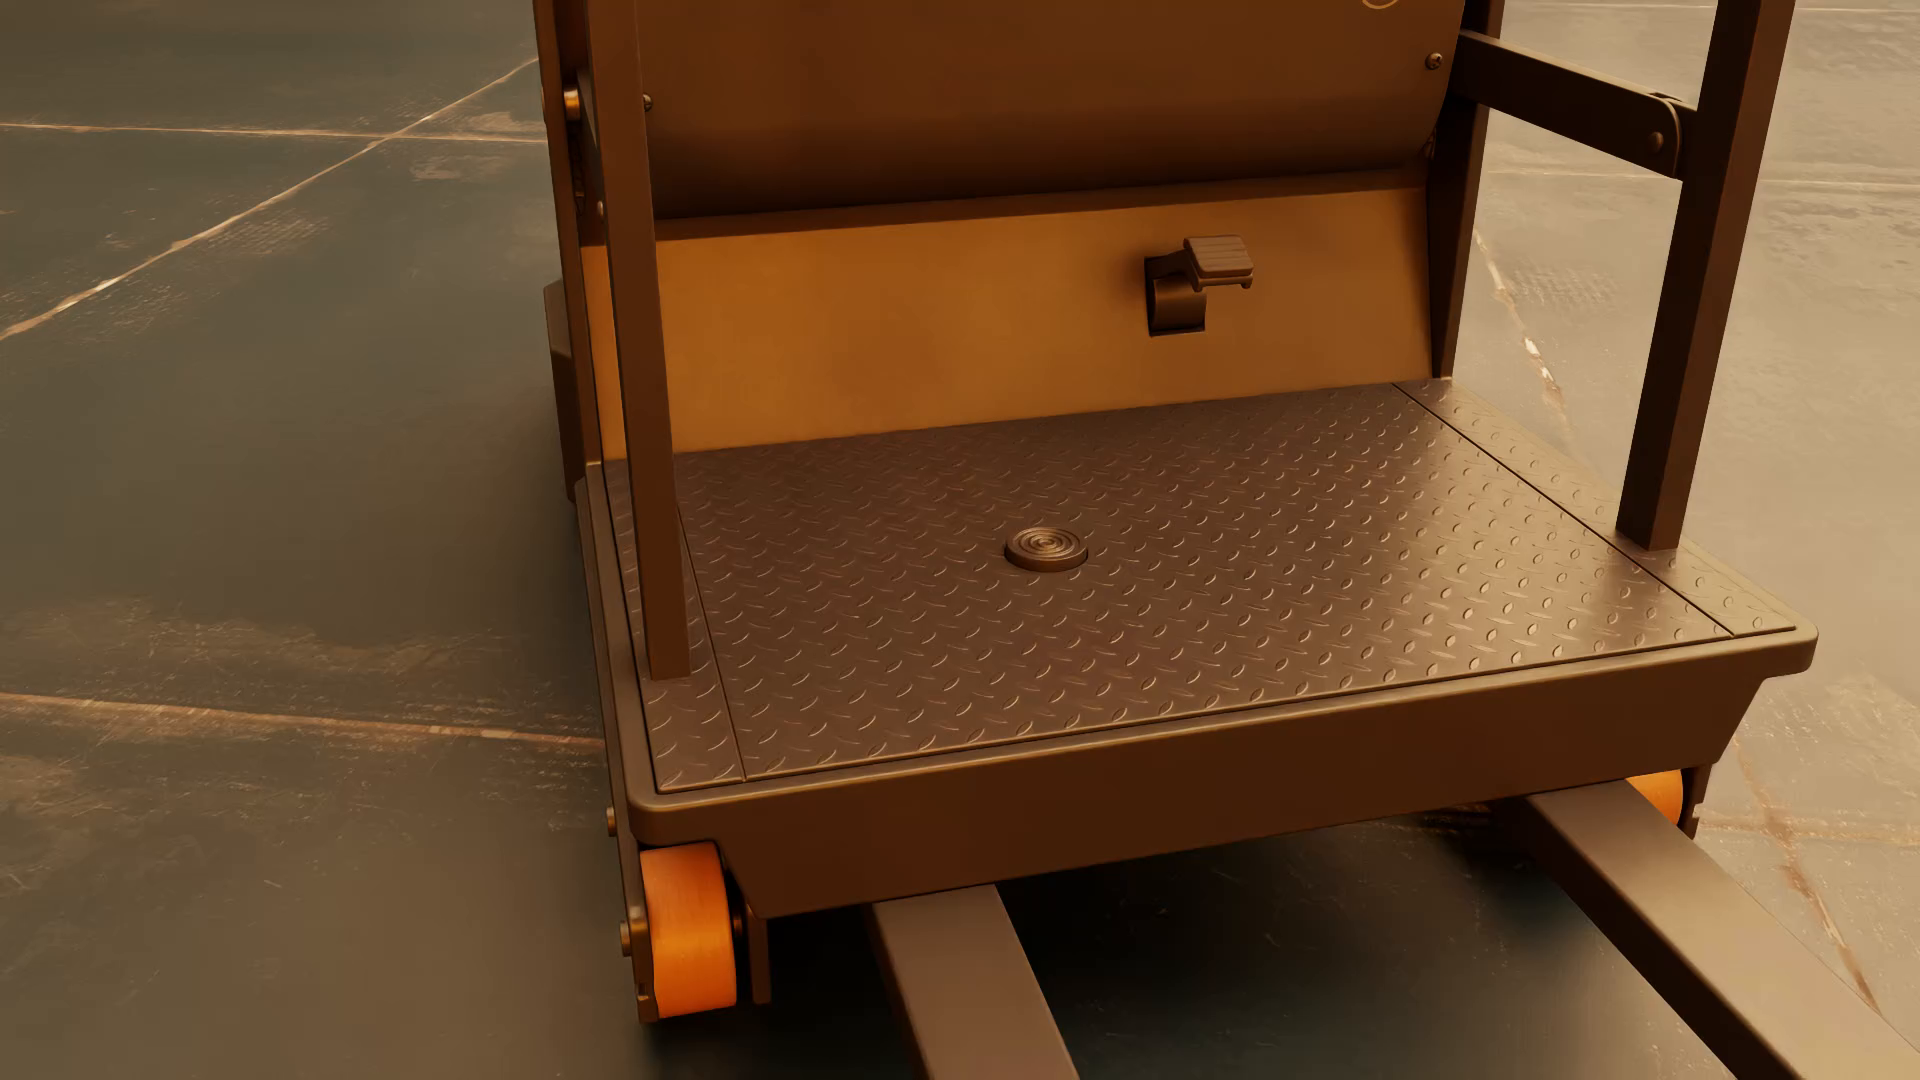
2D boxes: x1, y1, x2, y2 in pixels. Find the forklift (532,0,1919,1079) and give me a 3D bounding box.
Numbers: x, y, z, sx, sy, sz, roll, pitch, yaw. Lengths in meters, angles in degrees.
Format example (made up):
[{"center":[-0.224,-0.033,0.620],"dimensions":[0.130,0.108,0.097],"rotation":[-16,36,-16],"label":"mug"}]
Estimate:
[{"center":[0.153,-1.049,1.319],"dimensions":[1.130,2.935,3.031],"rotation":[-7,27,-13],"label":"forklift"}]
